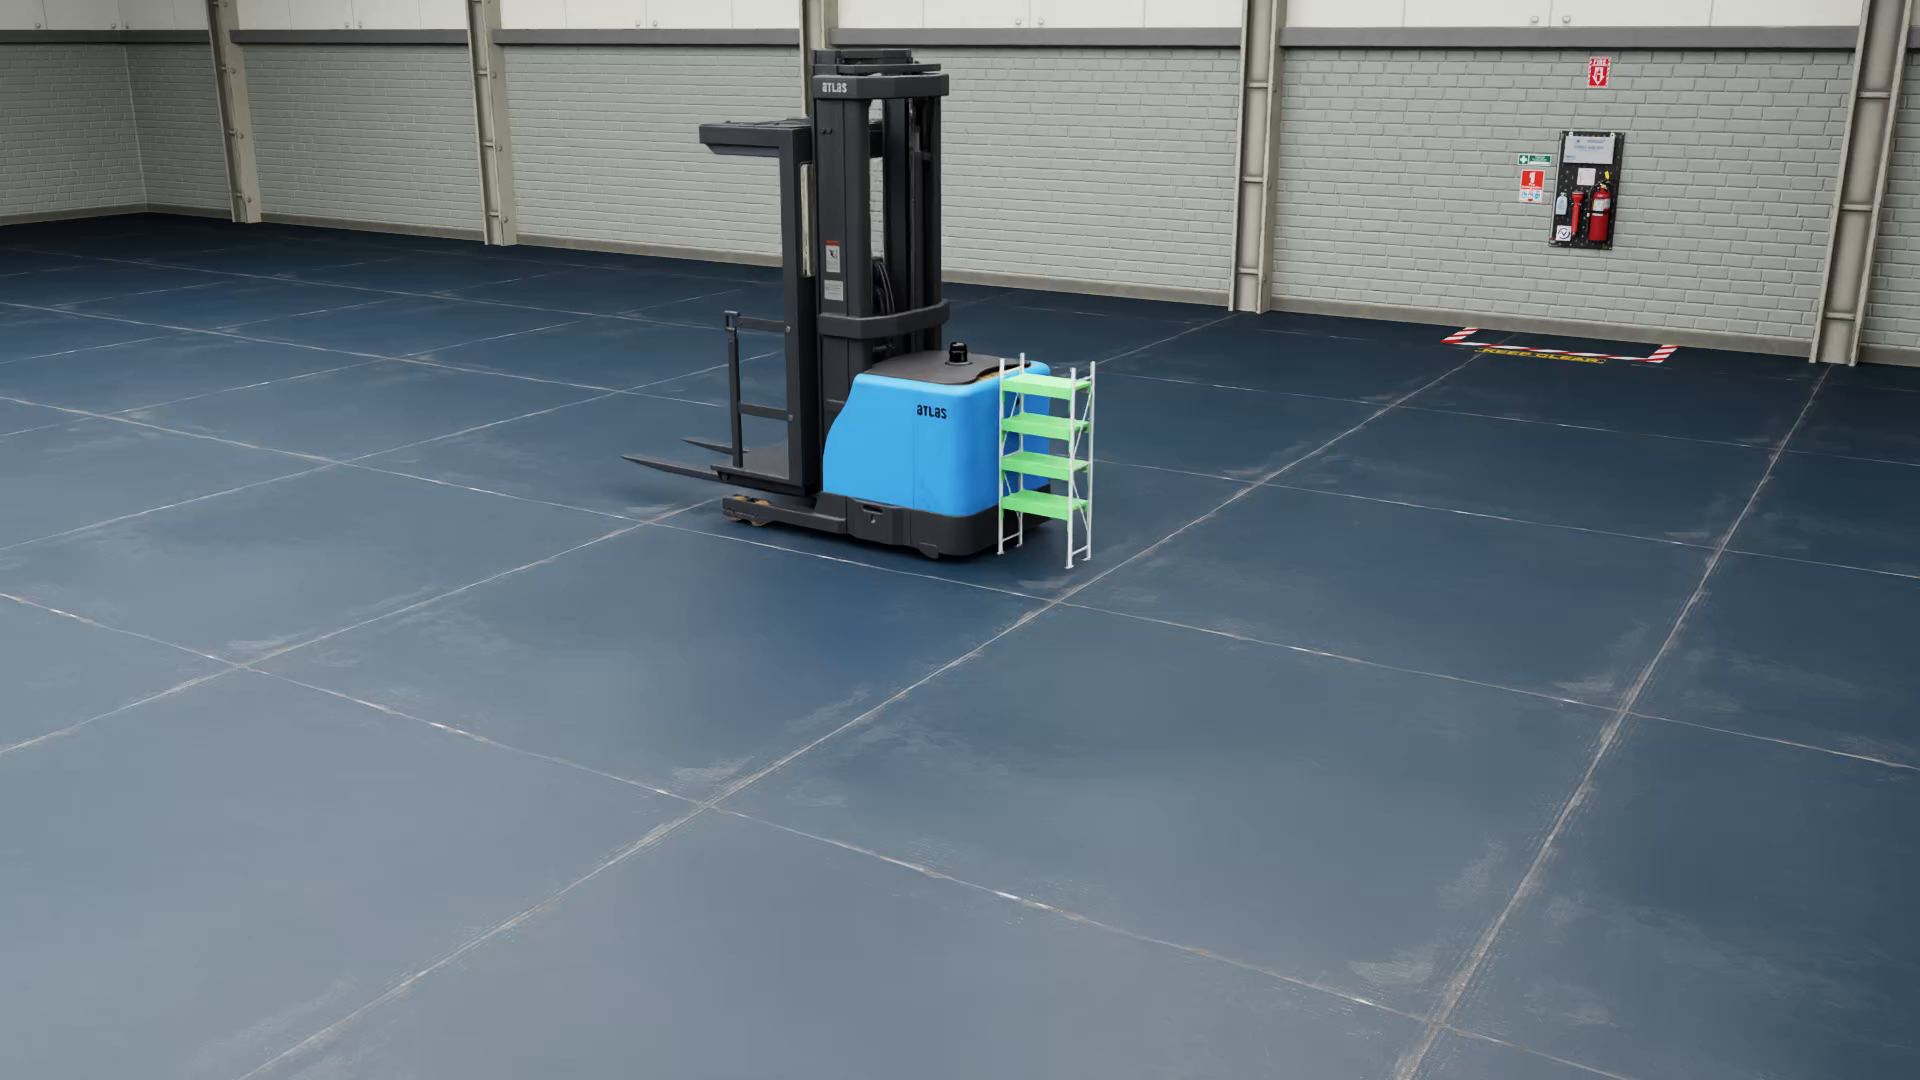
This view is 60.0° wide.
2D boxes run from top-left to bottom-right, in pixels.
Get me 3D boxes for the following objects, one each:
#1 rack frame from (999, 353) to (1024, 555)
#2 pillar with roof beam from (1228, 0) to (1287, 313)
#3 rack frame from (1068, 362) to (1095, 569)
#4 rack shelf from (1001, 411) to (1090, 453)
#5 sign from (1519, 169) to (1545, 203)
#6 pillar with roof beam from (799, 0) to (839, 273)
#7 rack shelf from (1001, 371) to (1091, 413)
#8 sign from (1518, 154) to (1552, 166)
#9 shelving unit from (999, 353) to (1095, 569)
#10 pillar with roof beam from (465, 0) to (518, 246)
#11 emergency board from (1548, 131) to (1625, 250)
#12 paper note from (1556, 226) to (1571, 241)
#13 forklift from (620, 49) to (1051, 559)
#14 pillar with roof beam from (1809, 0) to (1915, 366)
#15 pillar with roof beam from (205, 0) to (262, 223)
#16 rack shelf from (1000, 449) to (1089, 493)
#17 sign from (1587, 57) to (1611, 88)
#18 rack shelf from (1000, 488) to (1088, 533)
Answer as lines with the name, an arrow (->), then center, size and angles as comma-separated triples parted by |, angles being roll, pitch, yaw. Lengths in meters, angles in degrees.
rack frame -> 0.309, -0.513, 10.004 | 0.015, 1.200, 0.240 | 11, 20, 33
pillar with roof beam -> 1.064, -5.874, 14.236 | 0.400, 9.000, 9.100 | 10, 20, 30
rack frame -> 0.711, -0.432, 9.739 | 0.015, 1.200, 0.240 | 11, 20, 33
rack shelf -> 0.510, -0.641, 9.820 | 0.480, 0.148, 0.258 | 11, 20, 33
sign -> 5.926, -3.669, 17.238 | 0.234, 0.329, 0.001 | 10, 20, 30
pillar with roof beam -> -4.049, -6.787, 17.241 | 0.400, 9.000, 9.100 | 10, 20, 30
rack shelf -> 0.510, -0.870, 9.751 | 0.480, 0.148, 0.258 | 11, 20, 33
sign -> 5.926, -3.920, 17.151 | 0.331, 0.109, 0.001 | 10, 20, 30
shelving unit -> 0.510, -0.472, 9.872 | 0.503, 1.200, 0.258 | 11, 20, 33
pillar with roof beam -> -9.162, -7.699, 20.245 | 0.400, 9.000, 9.100 | 10, 20, 30
emergency board -> 6.344, -3.542, 16.882 | 0.643, 1.169, 0.194 | 10, 20, 30
paper note -> 6.229, -3.165, 17.155 | 0.142, 0.148, 0.016 | 10, 20, 30
forklift -> -0.928, -1.603, 10.615 | 3.031, 2.935, 1.130 | 11, 20, 33
pillar with roof beam -> 6.176, -4.961, 11.232 | 0.400, 9.000, 9.100 | 10, 20, 30
pillar with roof beam -> -14.274, -8.612, 23.250 | 0.400, 9.000, 9.100 | 10, 20, 30
rack shelf -> 0.510, -0.411, 9.890 | 0.480, 0.148, 0.258 | 11, 20, 33
sign -> 6.389, -4.677, 16.630 | 0.199, 0.298, 0.001 | 10, 20, 30
rack shelf -> 0.510, -0.181, 9.960 | 0.480, 0.148, 0.258 | 11, 20, 33
